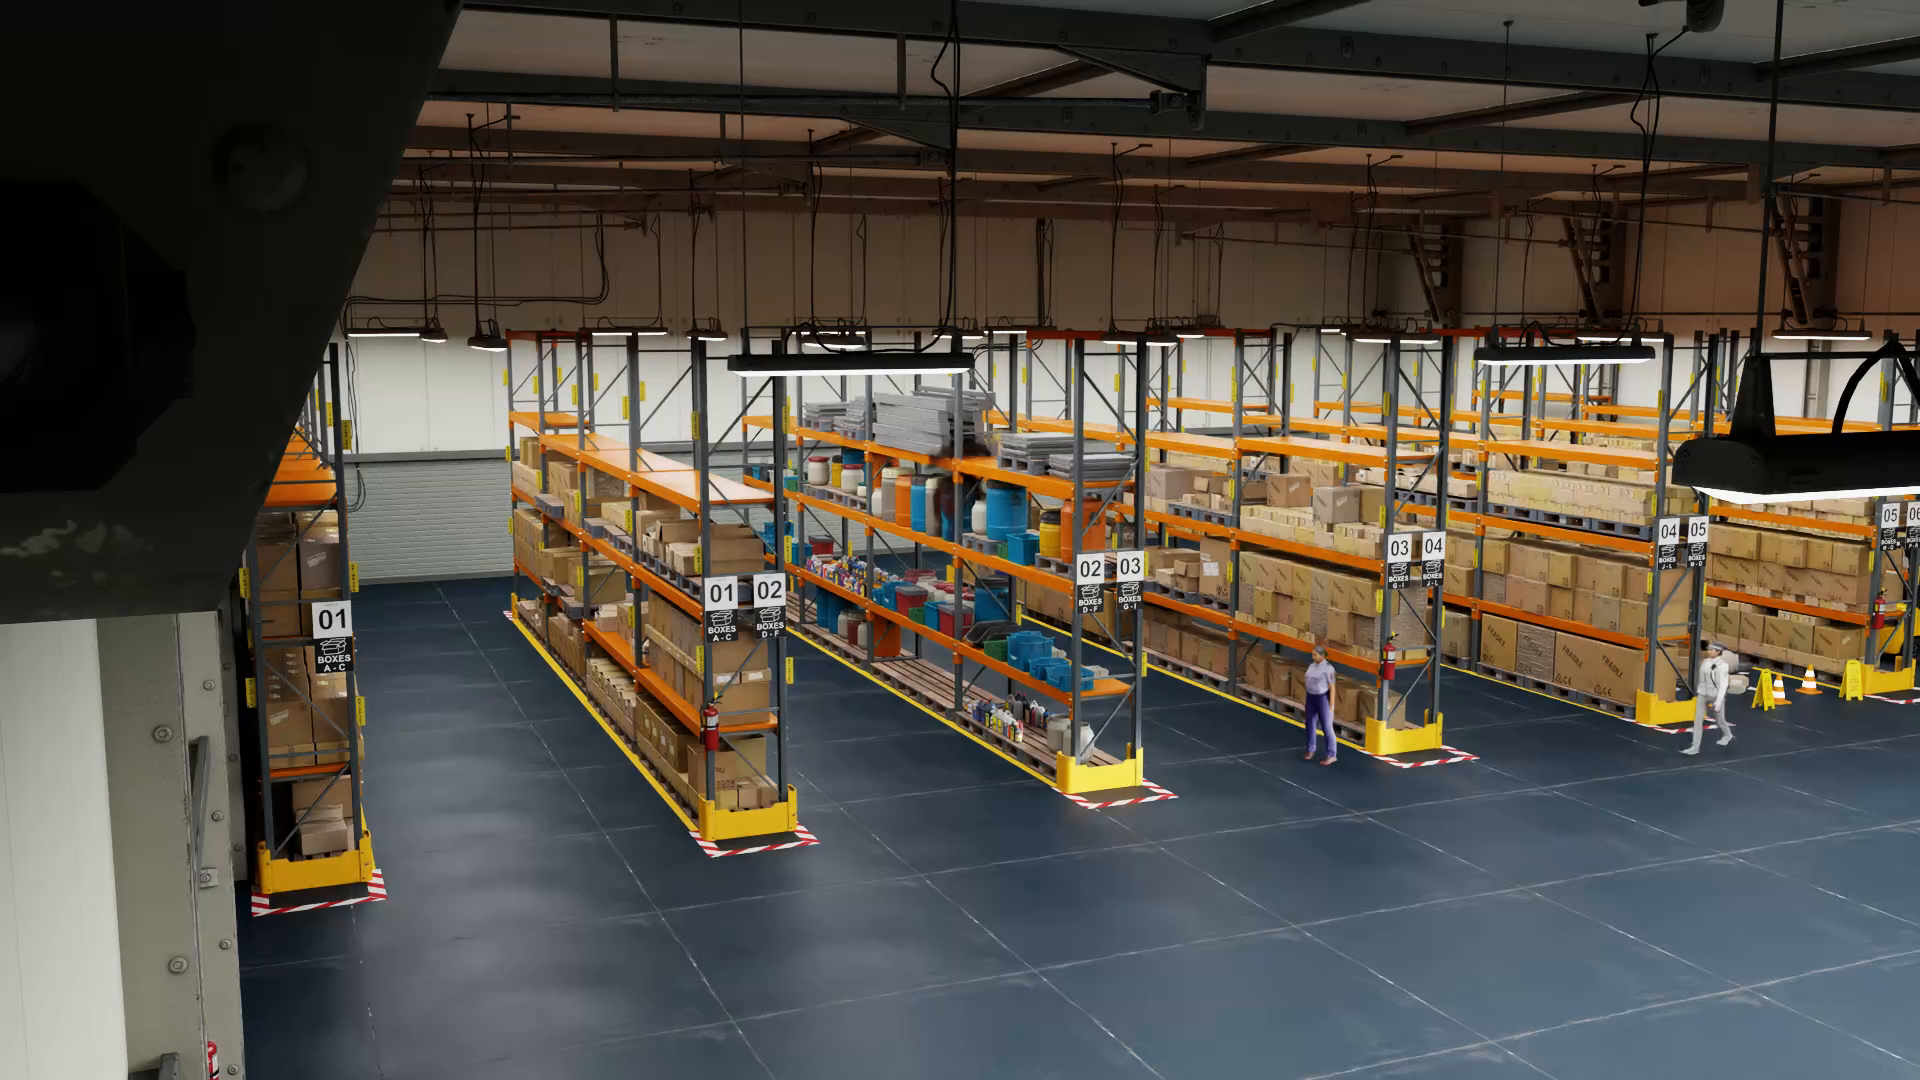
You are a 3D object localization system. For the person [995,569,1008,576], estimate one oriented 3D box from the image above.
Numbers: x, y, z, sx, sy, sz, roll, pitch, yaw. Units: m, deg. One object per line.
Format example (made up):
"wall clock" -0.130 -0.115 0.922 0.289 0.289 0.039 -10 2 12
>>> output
"person" 0.887 1.009 33.125 0.339 1.666 0.526 -5 9 -34

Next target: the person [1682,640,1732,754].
"person" 10.878 2.252 24.014 0.956 1.651 0.452 -8 11 -44

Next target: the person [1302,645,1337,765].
"person" 5.088 2.317 23.582 0.357 1.648 0.590 -5 9 -34
